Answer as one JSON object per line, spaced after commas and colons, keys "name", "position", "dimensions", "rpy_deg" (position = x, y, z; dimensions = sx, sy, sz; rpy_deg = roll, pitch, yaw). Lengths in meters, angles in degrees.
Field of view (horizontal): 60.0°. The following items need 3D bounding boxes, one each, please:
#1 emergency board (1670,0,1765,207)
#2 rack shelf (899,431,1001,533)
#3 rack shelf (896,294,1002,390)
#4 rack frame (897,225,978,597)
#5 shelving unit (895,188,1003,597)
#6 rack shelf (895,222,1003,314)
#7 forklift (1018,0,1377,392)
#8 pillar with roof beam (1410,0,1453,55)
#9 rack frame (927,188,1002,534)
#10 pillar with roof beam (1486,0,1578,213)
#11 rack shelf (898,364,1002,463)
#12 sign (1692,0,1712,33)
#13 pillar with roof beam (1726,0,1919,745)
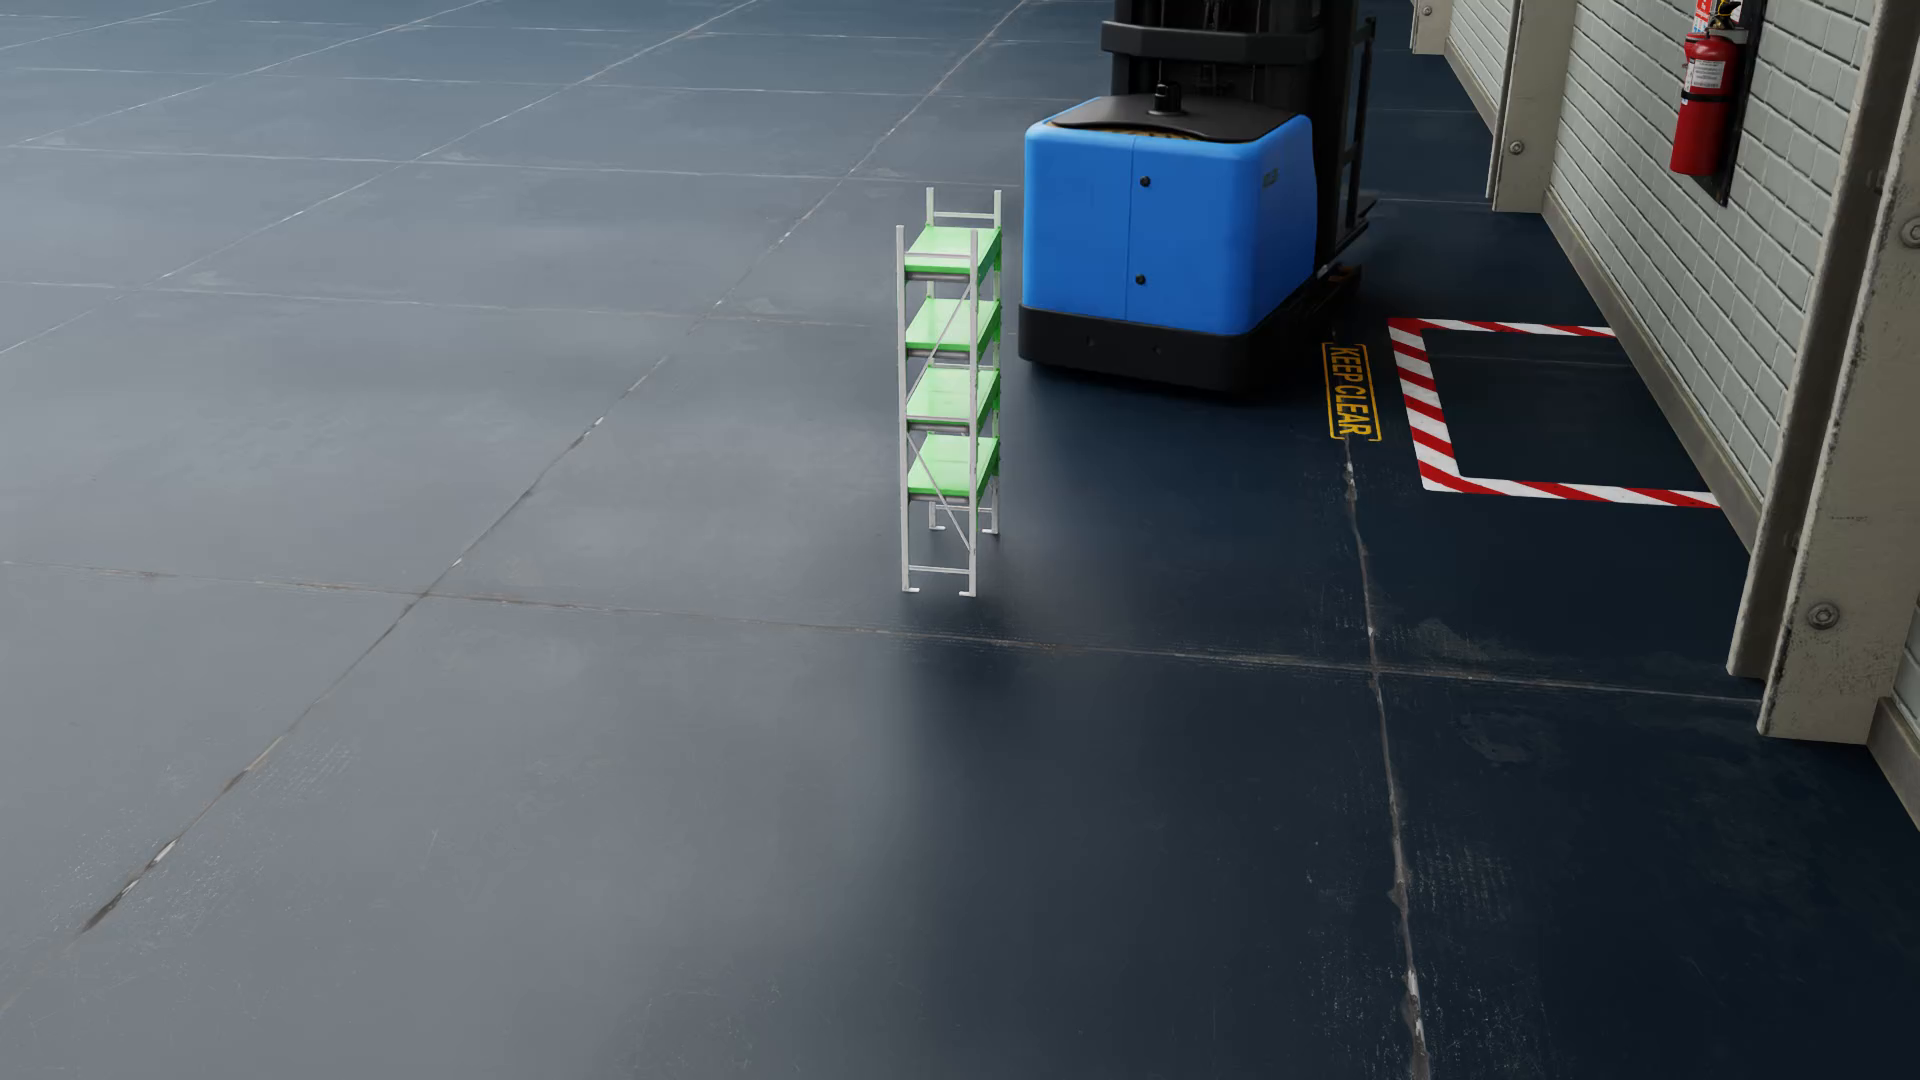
{"name": "emergency board", "position": [2.840, -1.921, 6.315], "dimensions": [0.194, 1.169, 0.643], "rpy_deg": [4, 25, 9]}
{"name": "rack shelf", "position": [-0.027, -0.199, 5.477], "dimensions": [0.258, 0.148, 0.480], "rpy_deg": [4, 25, 9]}
{"name": "rack shelf", "position": [-0.027, -0.634, 5.273], "dimensions": [0.258, 0.148, 0.480], "rpy_deg": [4, 25, 9]}
{"name": "rack frame", "position": [-0.067, -0.372, 5.130], "dimensions": [0.240, 1.200, 0.015], "rpy_deg": [4, 25, 9]}
{"name": "shelving unit", "position": [-0.027, -0.474, 5.348], "dimensions": [0.258, 1.200, 0.503], "rpy_deg": [4, 25, 9]}
{"name": "rack shelf", "position": [-0.027, -0.851, 5.171], "dimensions": [0.258, 0.148, 0.480], "rpy_deg": [4, 25, 9]}
{"name": "forklift", "position": [1.361, -2.534, 7.707], "dimensions": [1.130, 2.935, 3.031], "rpy_deg": [12, 28, 24]}
{"name": "pillar with roof beam", "position": [0.112, -8.924, 14.200], "dimensions": [9.100, 9.000, 0.400], "rpy_deg": [4, 25, 9]}
{"name": "rack frame", "position": [0.013, -0.576, 5.566], "dimensions": [0.240, 1.200, 0.015], "rpy_deg": [4, 25, 9]}
{"name": "pillar with roof beam", "position": [-0.868, -6.415, 8.839], "dimensions": [9.100, 9.000, 0.400], "rpy_deg": [4, 25, 9]}
{"name": "rack shelf", "position": [-0.027, -0.416, 5.375], "dimensions": [0.258, 0.148, 0.480], "rpy_deg": [4, 25, 9]}
{"name": "sign", "position": [3.032, -2.161, 6.786], "dimensions": [0.001, 0.329, 0.234], "rpy_deg": [4, 25, 9]}
{"name": "pillar with roof beam", "position": [-1.849, -3.905, 3.478], "dimensions": [9.100, 9.000, 0.400], "rpy_deg": [4, 25, 9]}
